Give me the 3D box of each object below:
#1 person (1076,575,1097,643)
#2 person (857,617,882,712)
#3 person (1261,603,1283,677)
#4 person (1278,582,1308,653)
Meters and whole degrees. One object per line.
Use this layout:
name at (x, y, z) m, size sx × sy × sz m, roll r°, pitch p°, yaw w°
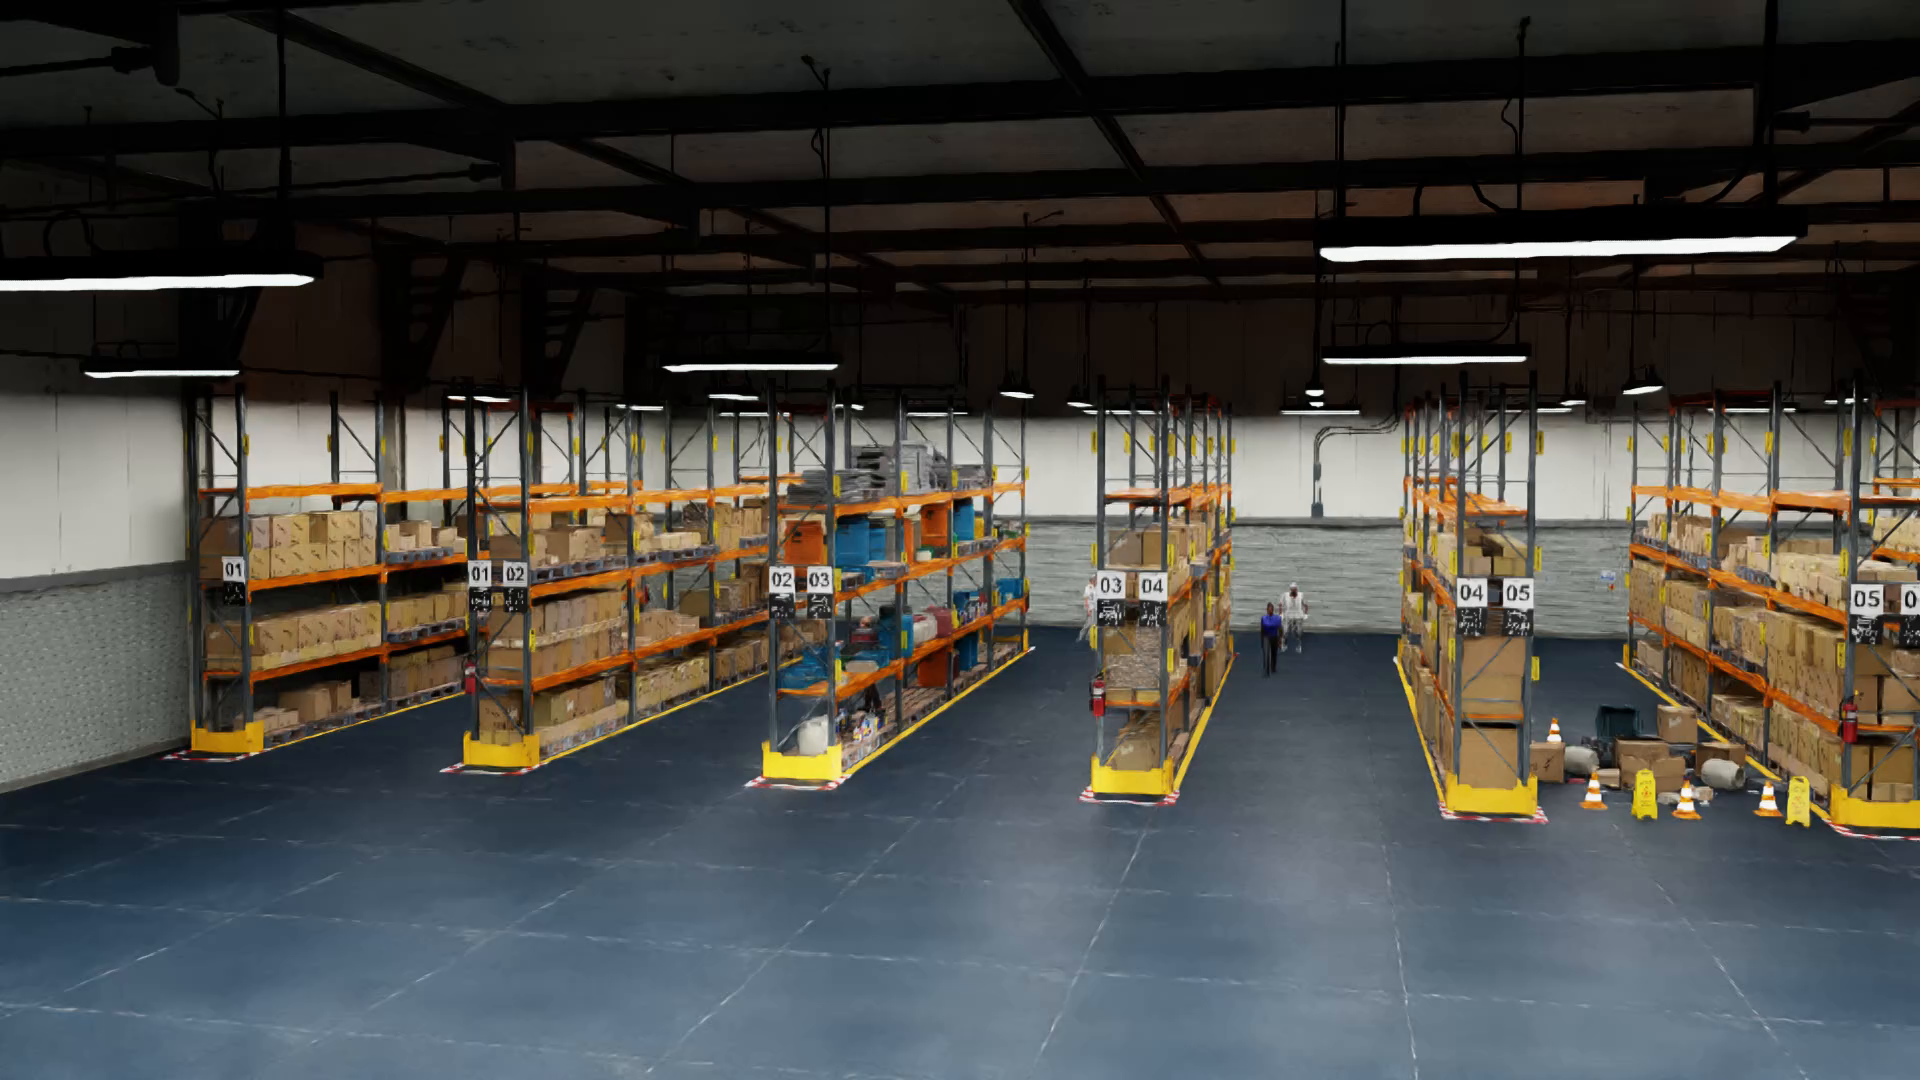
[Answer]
person at (3.245, 1.738, 41.715) m, size 0.509 × 1.737 × 0.715 m, roll 3°, pitch 4°, yaw 39°
person at (-1.637, 2.234, 29.866) m, size 0.487 × 1.724 × 0.591 m, roll 0°, pitch 3°, yaw 5°
person at (6.724, 2.145, 35.886) m, size 0.463 × 1.596 × 0.998 m, roll 1°, pitch 3°, yaw 11°
person at (8.013, 1.857, 39.989) m, size 0.702 × 1.735 × 0.549 m, roll 1°, pitch 3°, yaw 10°
